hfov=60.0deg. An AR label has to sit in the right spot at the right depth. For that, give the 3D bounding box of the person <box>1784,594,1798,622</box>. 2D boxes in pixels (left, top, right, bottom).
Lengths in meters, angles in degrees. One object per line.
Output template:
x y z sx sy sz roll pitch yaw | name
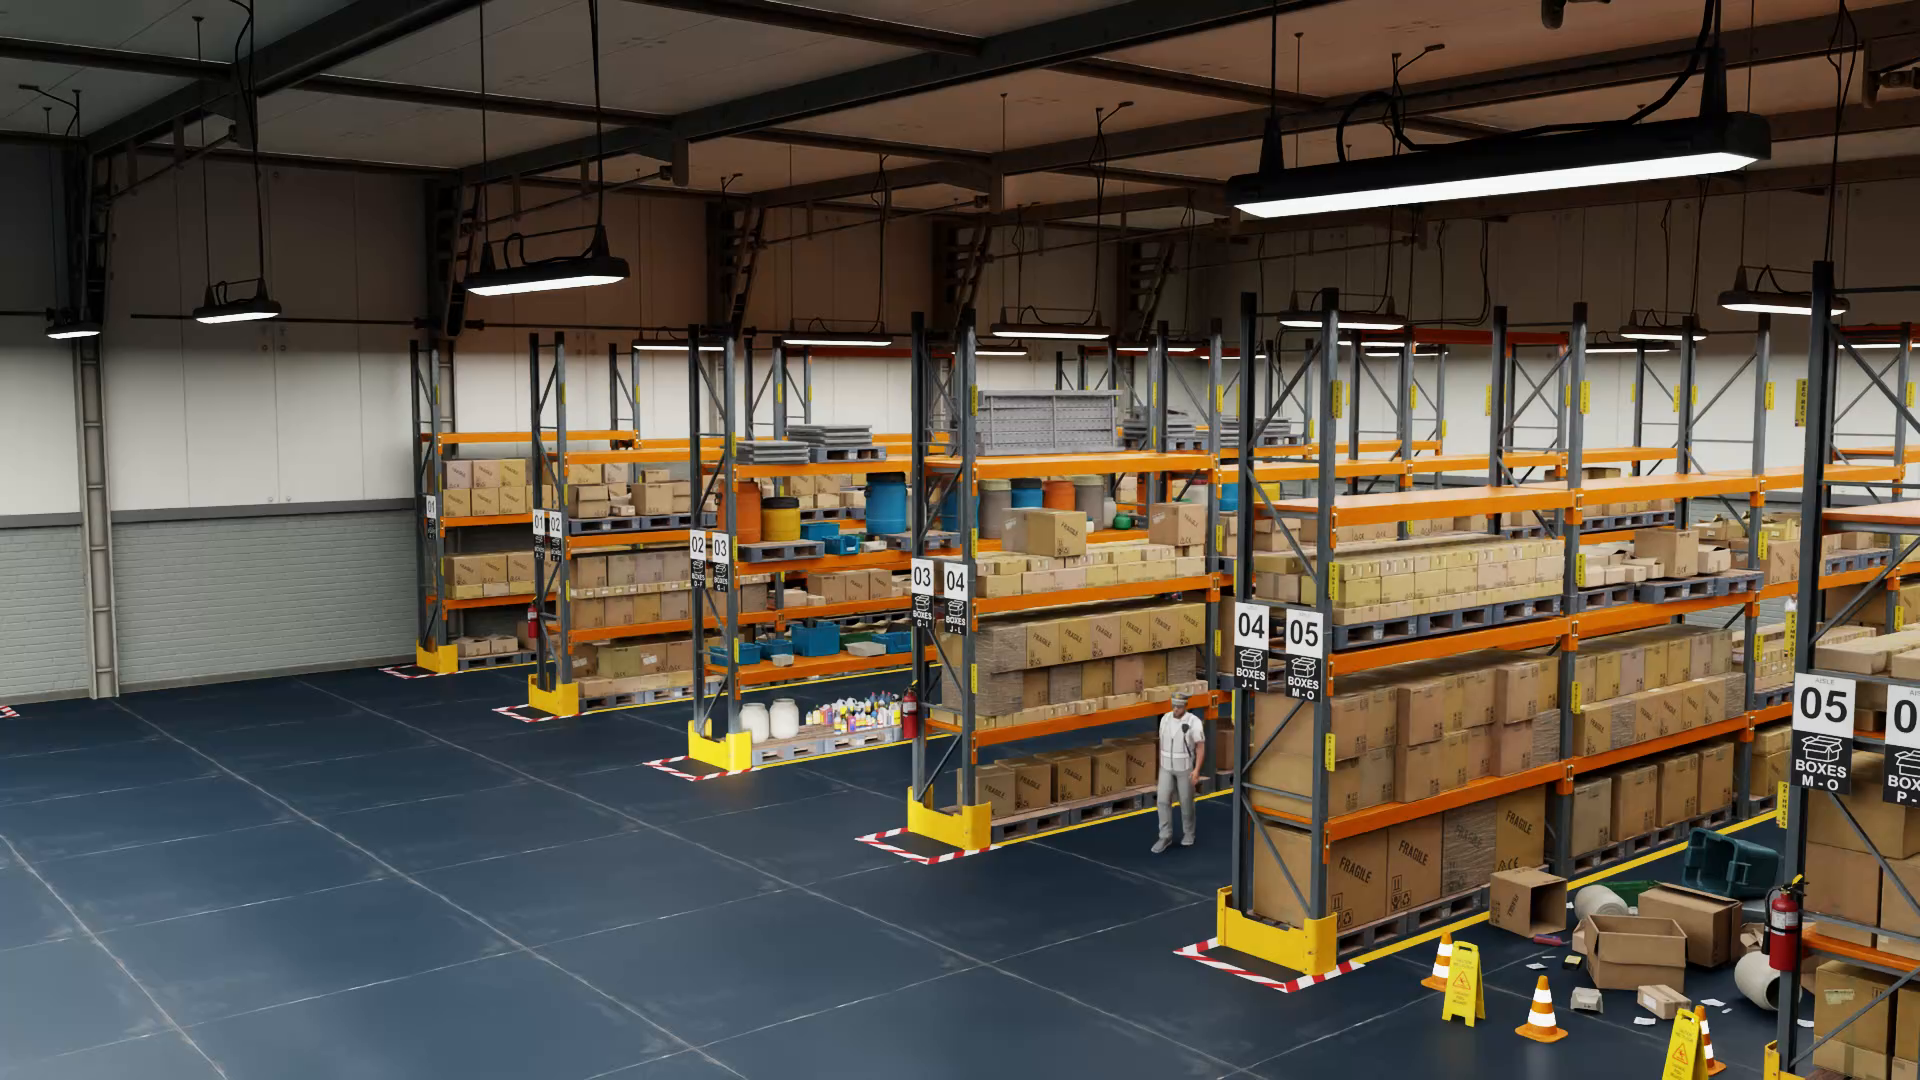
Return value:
14.929 1.598 29.602 0.853 1.629 0.482 -5 7 -41 | person

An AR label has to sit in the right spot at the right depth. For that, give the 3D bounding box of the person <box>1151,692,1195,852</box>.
2.421 2.578 18.637 0.339 1.782 0.637 3 6 32 | person
